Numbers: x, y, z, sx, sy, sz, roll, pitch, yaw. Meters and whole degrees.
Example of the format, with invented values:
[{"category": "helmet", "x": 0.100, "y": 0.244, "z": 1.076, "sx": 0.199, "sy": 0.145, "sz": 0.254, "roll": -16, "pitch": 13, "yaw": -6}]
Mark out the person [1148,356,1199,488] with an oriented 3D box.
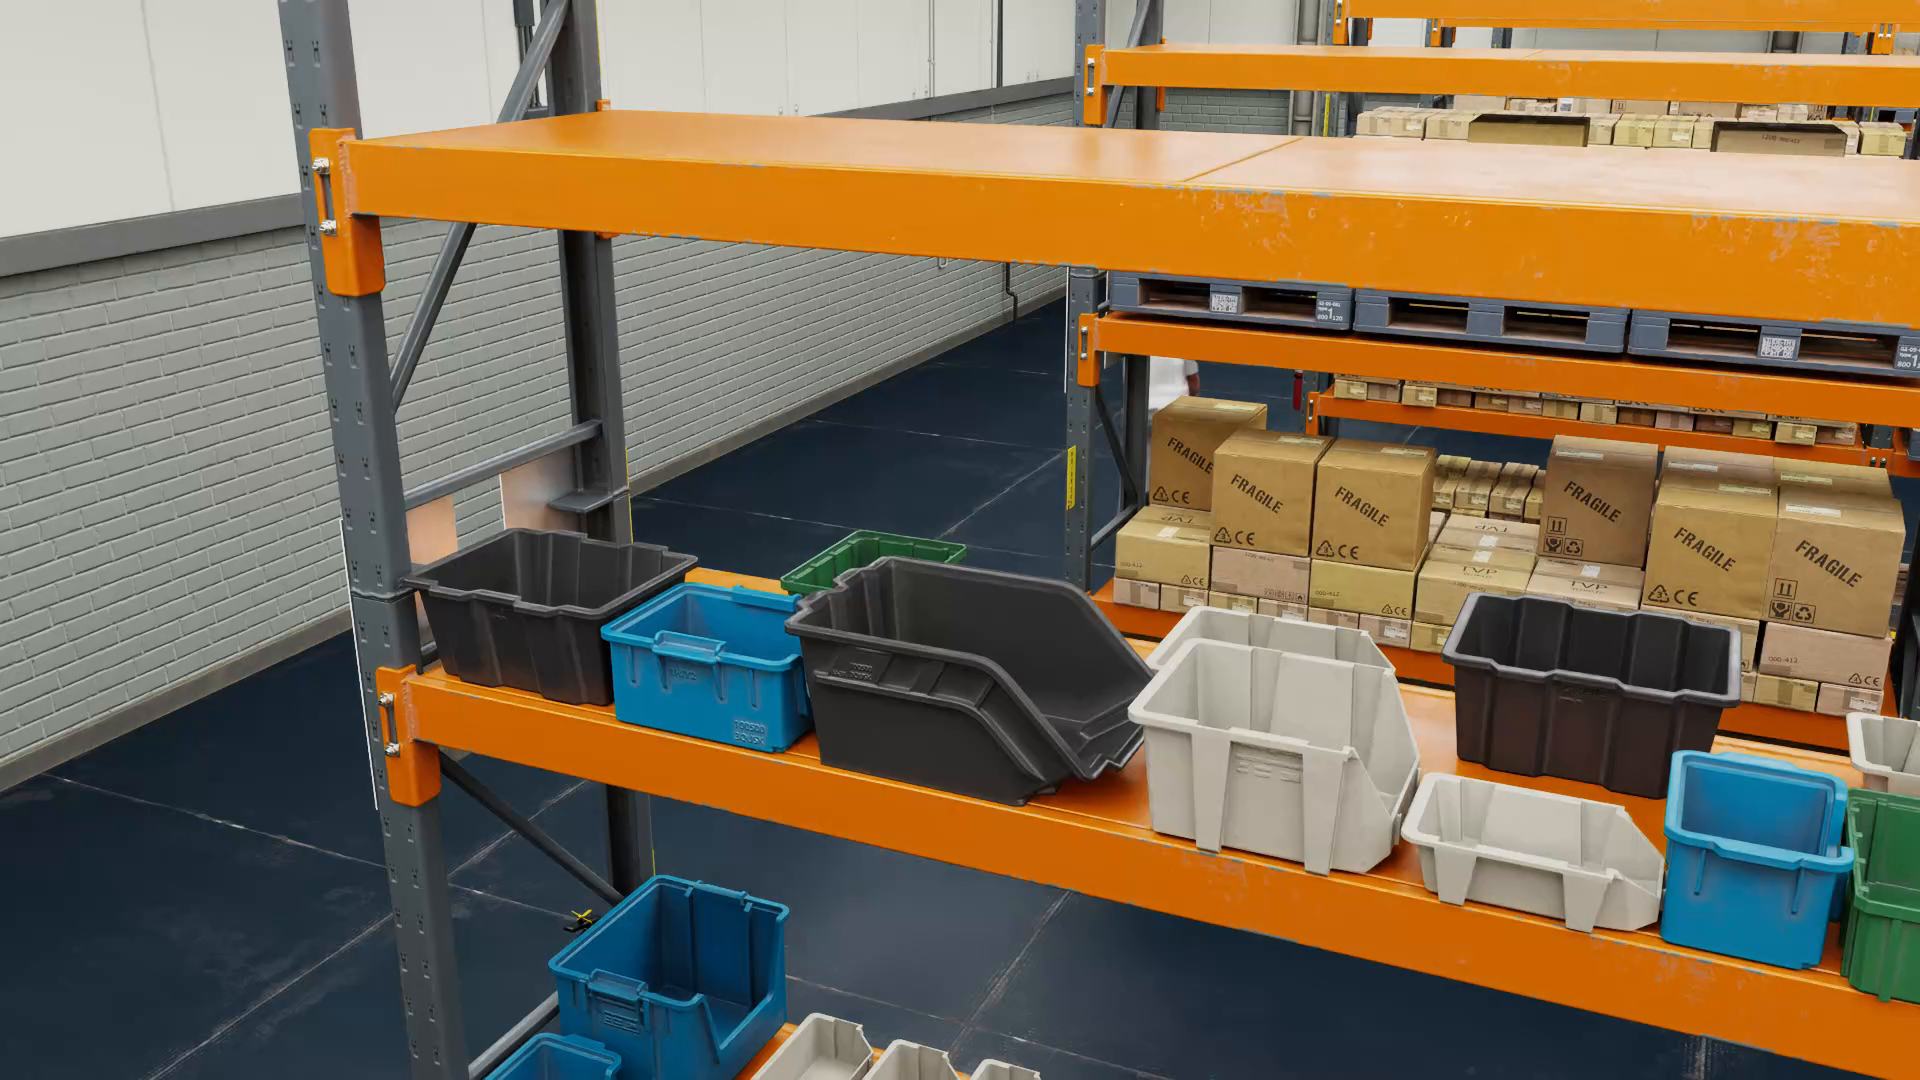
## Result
[{"category": "person", "x": 1.820, "y": -1.204, "z": 14.540, "sx": 0.549, "sy": 1.784, "sz": 0.828, "roll": 7, "pitch": 20, "yaw": 19}]
